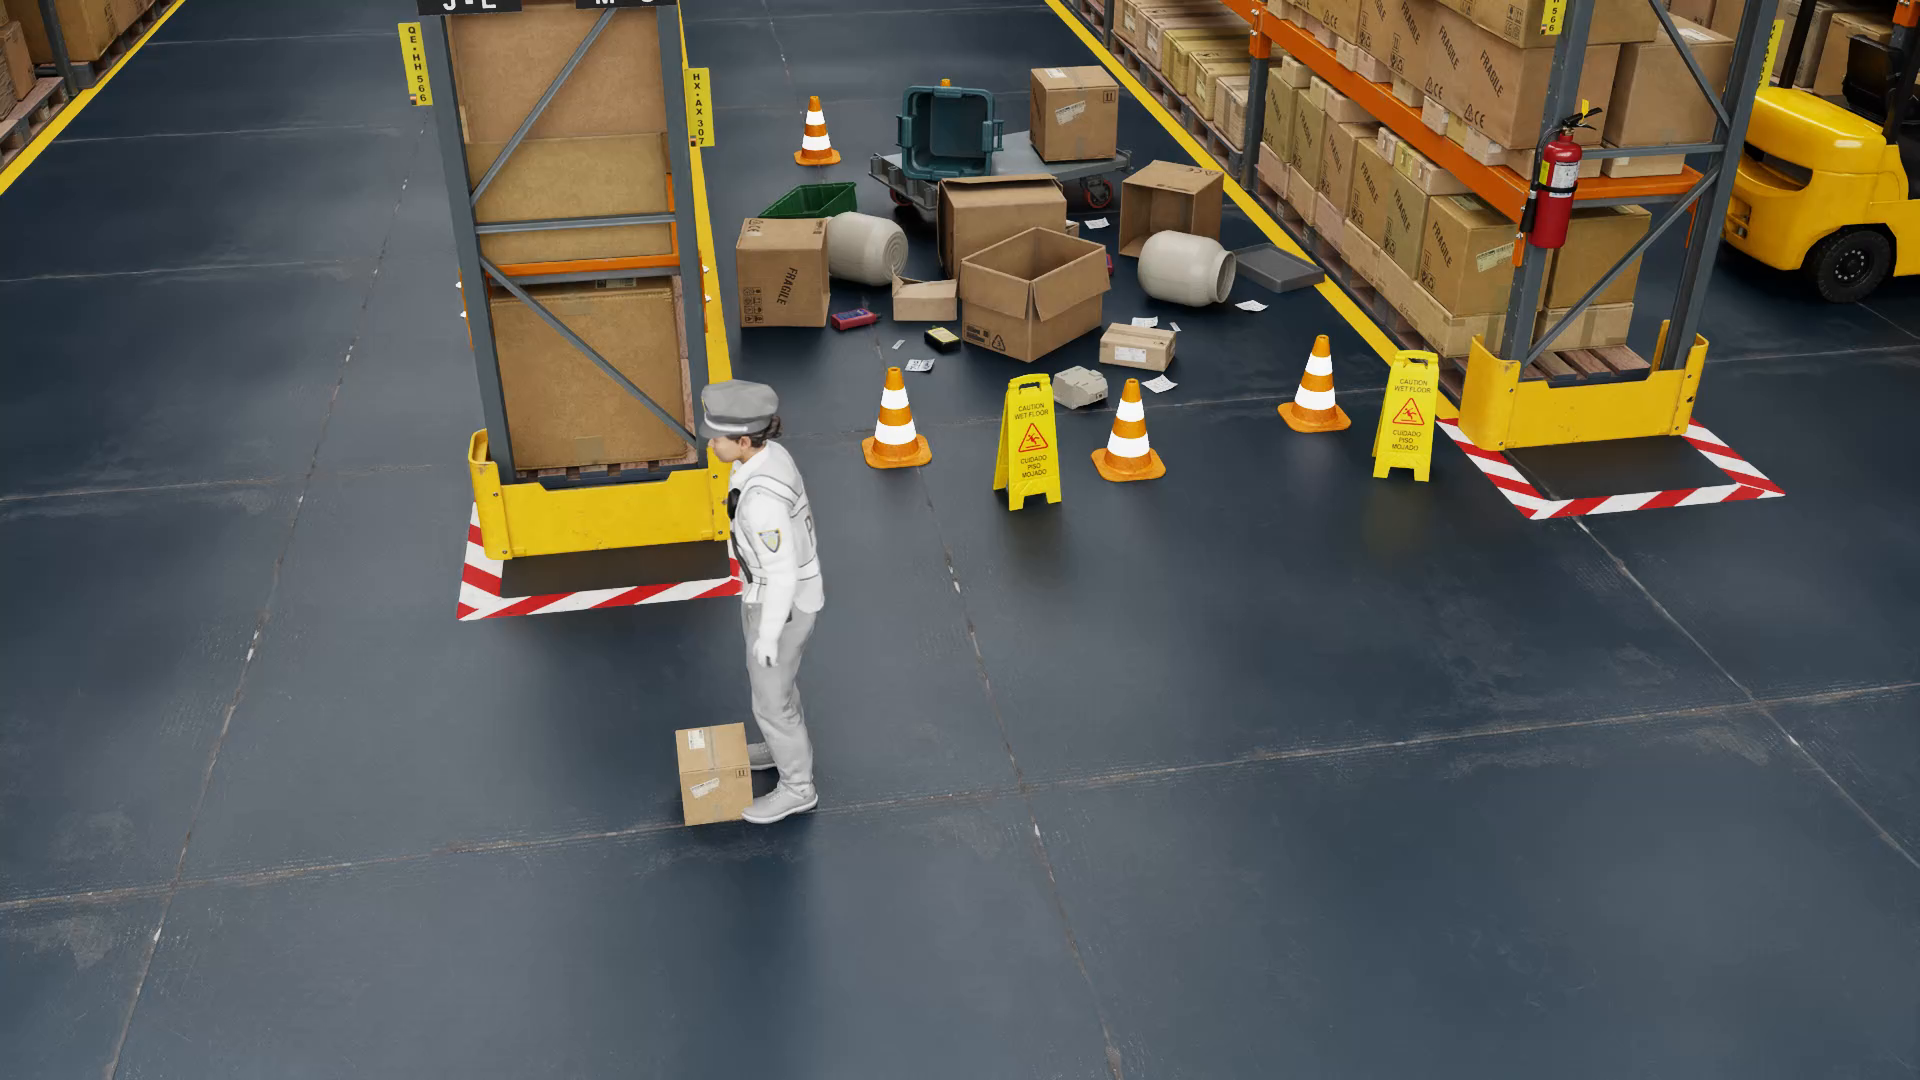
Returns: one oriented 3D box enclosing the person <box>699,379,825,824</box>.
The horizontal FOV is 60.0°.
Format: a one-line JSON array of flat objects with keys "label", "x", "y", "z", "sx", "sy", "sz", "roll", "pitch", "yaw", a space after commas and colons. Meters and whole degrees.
[{"label": "person", "x": -0.661, "y": 0.219, "z": 5.763, "sx": 0.376, "sy": 1.663, "sz": 0.527, "roll": -5, "pitch": 31, "yaw": -9}]
